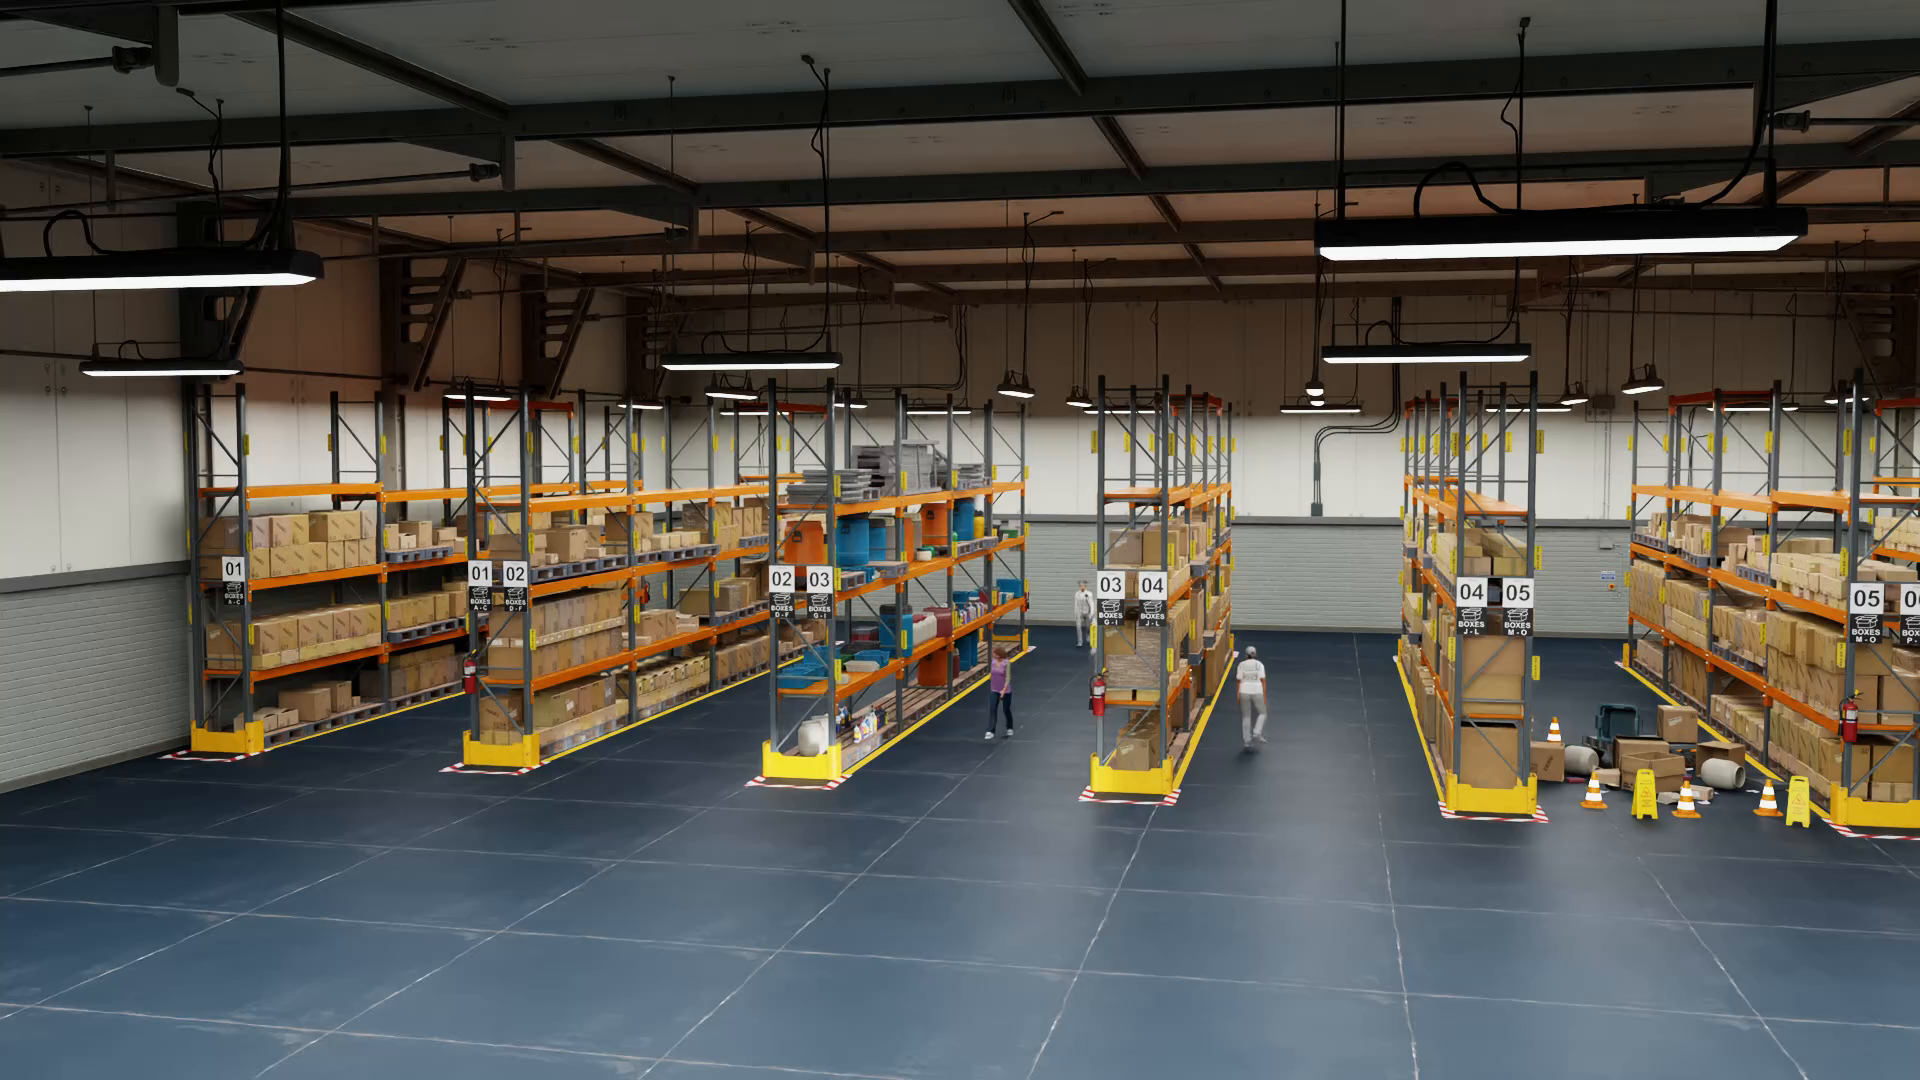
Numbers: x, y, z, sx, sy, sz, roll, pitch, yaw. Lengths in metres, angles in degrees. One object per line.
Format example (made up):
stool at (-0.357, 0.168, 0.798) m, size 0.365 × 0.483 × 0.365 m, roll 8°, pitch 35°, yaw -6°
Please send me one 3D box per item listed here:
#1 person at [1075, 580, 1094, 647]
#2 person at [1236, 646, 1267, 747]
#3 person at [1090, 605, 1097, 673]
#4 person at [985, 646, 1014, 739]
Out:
person at (3.100, 1.803, 41.368) m, size 0.486 × 1.637 × 0.871 m, roll 1°, pitch 3°, yaw 10°
person at (4.839, 2.592, 27.581) m, size 0.530 × 1.654 × 0.462 m, roll 1°, pitch 4°, yaw 21°
person at (2.968, 2.081, 34.451) m, size 0.479 × 1.527 × 0.890 m, roll 1°, pitch 4°, yaw 21°
person at (0.654, 2.587, 28.245) m, size 0.438 × 1.560 × 0.905 m, roll 2°, pitch 4°, yaw 27°
